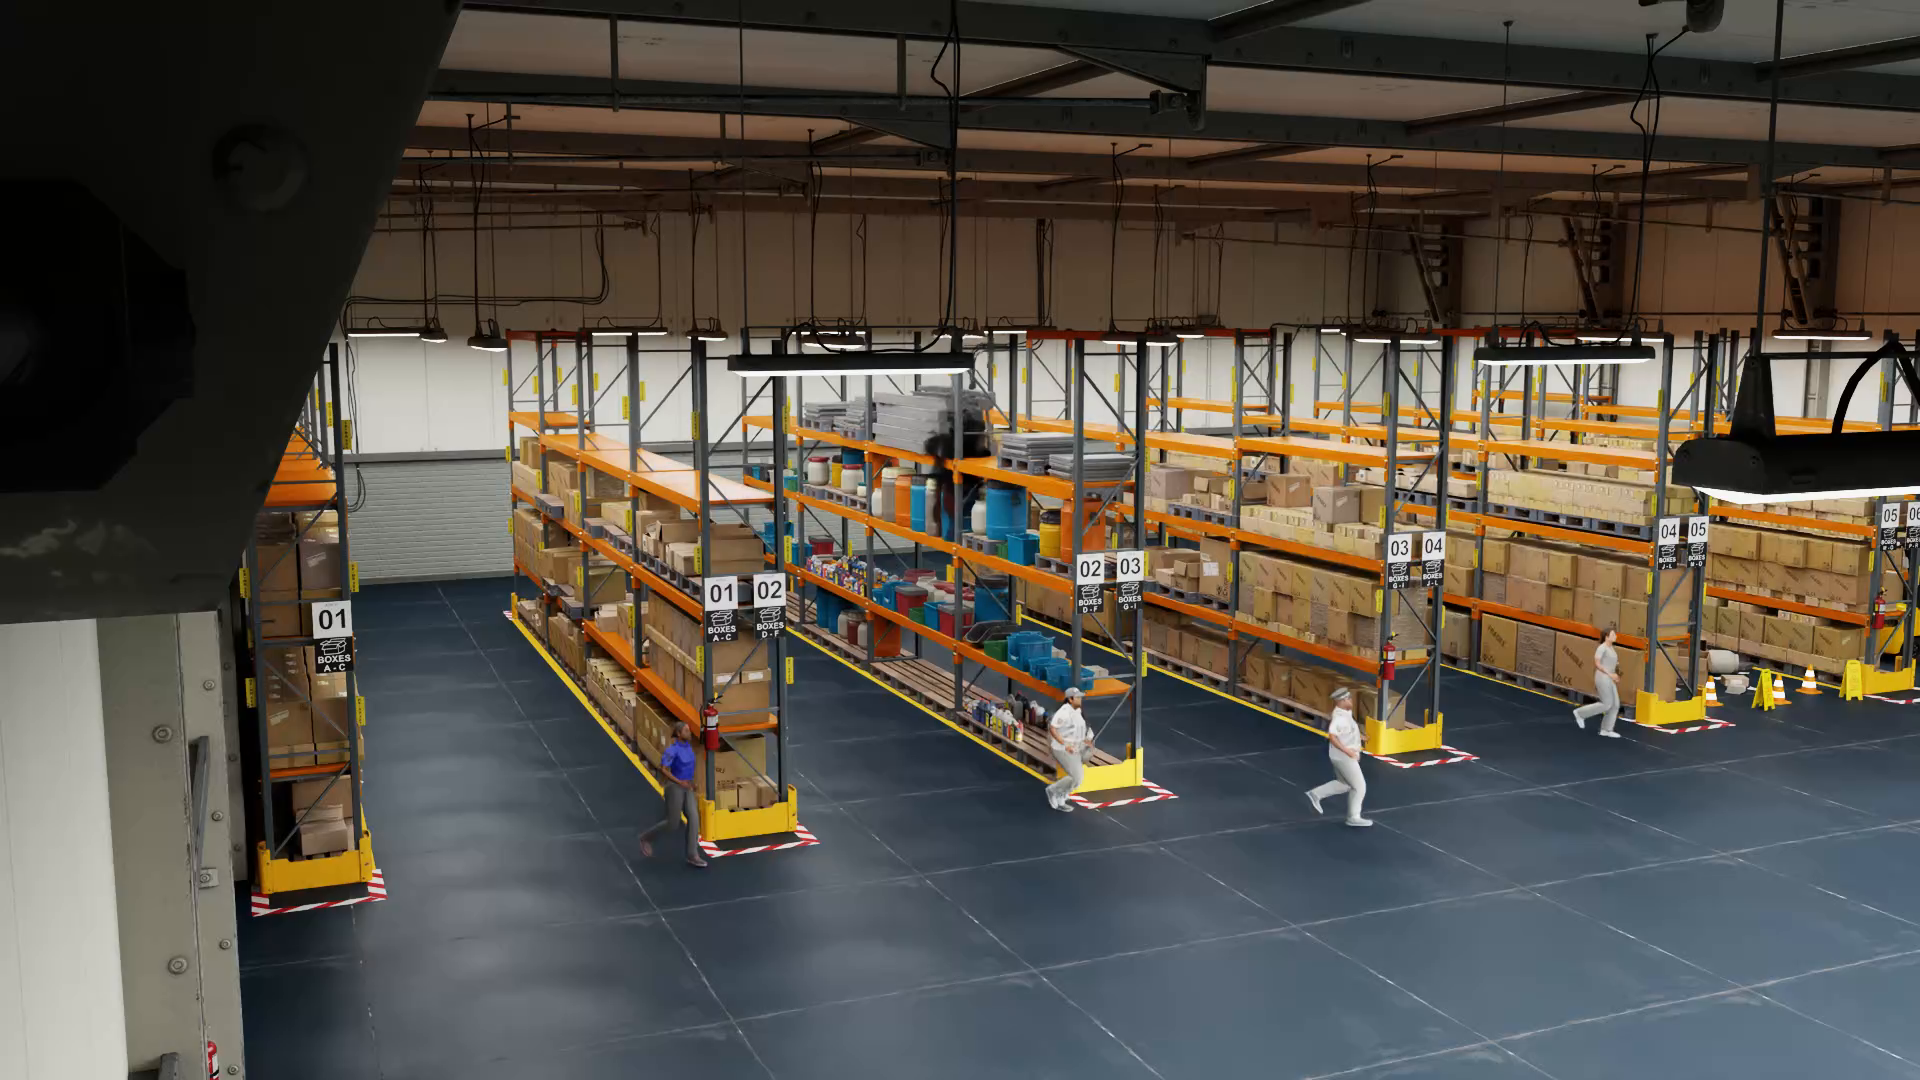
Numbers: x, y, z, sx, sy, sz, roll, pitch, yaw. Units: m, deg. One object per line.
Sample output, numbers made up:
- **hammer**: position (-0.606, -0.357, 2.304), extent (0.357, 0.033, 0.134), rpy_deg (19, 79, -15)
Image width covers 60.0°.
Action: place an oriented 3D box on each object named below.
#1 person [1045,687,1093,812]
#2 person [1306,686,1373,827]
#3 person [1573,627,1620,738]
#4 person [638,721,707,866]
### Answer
- **person**: position (1.401, 2.672, 21.201), extent (0.526, 1.602, 0.606), rpy_deg (4, 9, 27)
- **person**: position (4.729, 2.673, 20.630), extent (0.816, 1.741, 0.685), rpy_deg (1, 8, 9)
- **person**: position (9.706, 2.119, 25.129), extent (0.697, 1.630, 0.605), rpy_deg (6, 10, 36)
- **person**: position (-3.240, 2.912, 19.303), extent (0.886, 1.613, 0.649), rpy_deg (3, 8, 23)
